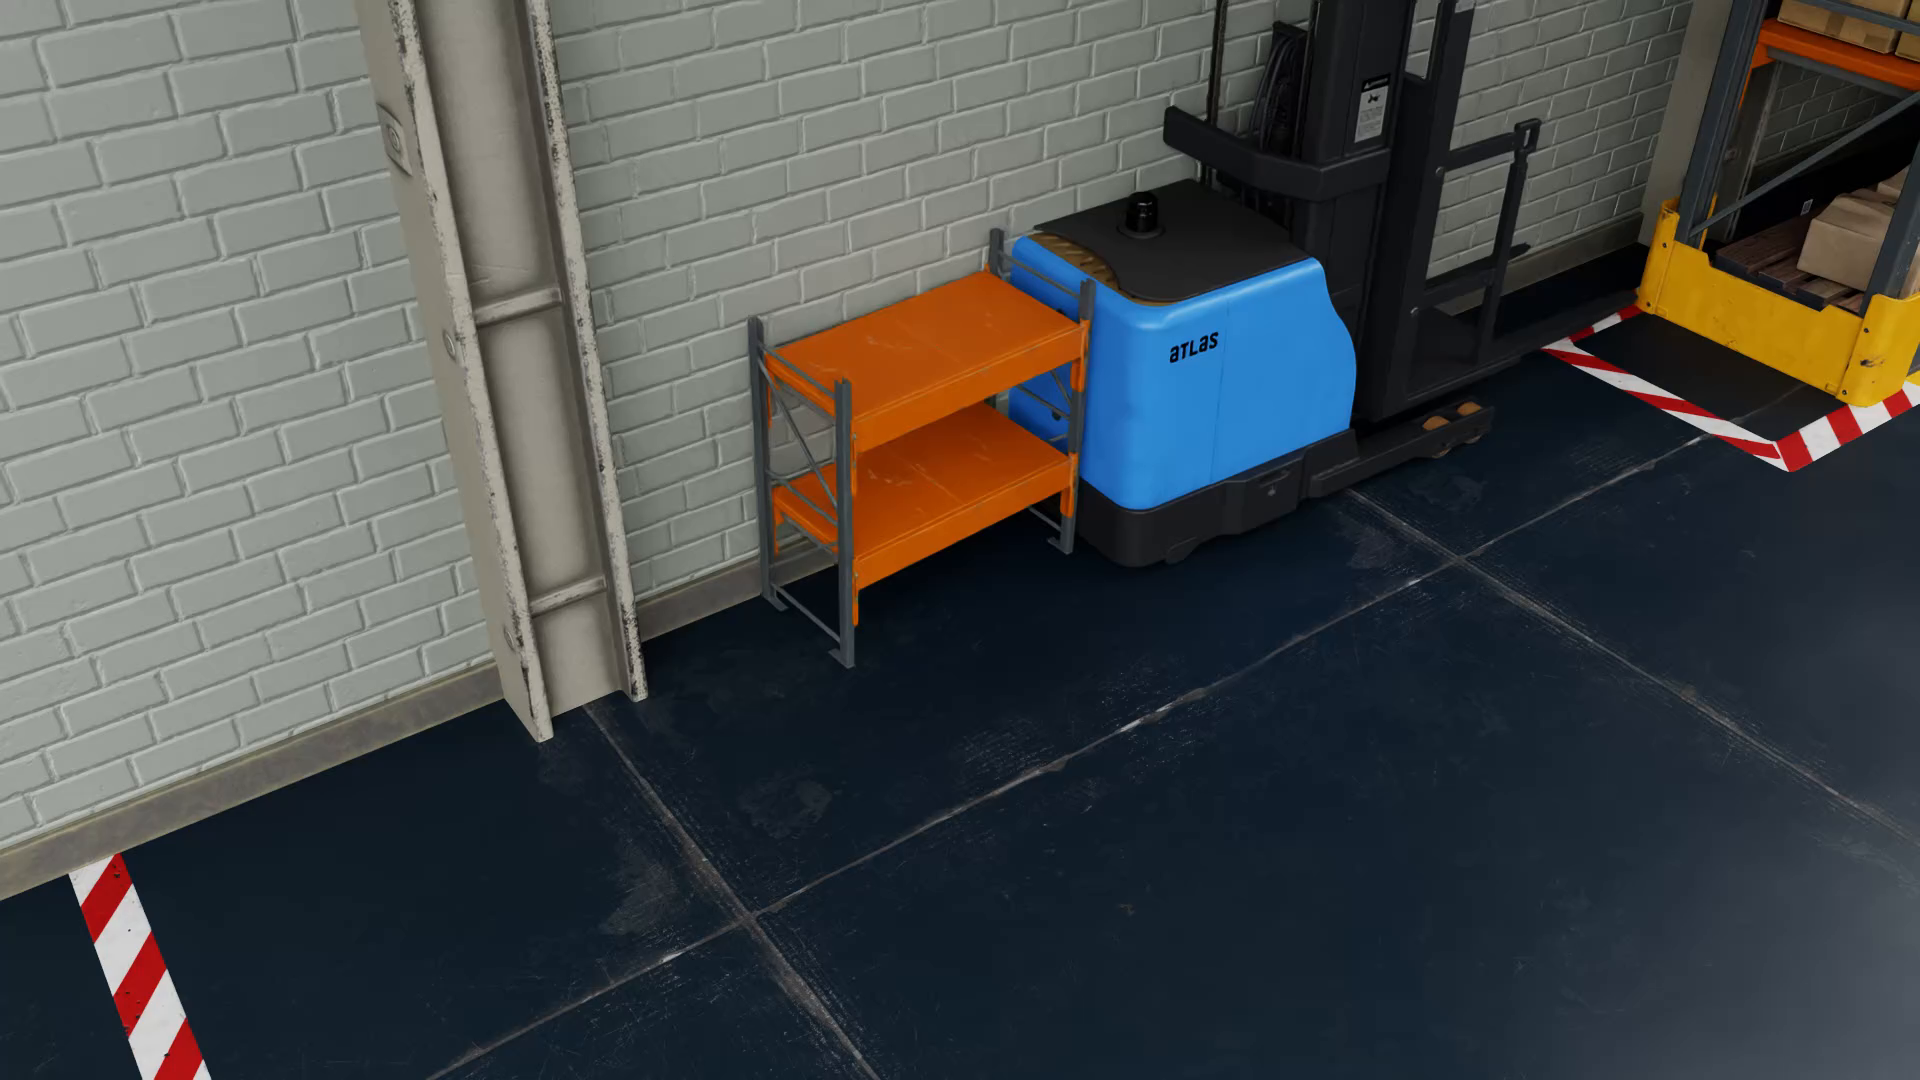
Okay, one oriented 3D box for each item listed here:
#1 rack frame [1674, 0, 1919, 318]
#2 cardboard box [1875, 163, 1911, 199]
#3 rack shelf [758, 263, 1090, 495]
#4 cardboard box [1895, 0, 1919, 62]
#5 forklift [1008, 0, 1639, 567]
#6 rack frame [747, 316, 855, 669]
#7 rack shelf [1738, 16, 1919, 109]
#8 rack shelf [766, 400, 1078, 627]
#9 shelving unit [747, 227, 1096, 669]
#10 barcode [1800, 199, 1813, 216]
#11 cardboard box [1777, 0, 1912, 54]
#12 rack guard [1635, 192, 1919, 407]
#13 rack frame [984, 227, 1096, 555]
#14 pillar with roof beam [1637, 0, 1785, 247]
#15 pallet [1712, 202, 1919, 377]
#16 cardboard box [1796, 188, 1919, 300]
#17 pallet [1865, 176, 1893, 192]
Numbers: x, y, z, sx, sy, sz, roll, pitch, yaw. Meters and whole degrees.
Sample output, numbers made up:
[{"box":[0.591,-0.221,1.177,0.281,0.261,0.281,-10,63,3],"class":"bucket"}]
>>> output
[{"box":[3.548,-2.075,6.566,0.127,3.000,1.000,-22,41,-28],"class":"rack frame"},{"box":[4.632,-1.544,7.753,0.500,0.311,0.500,-19,40,-24],"class":"cardboard box"},{"box":[-0.117,-0.559,5.525,1.000,0.278,0.538,-26,45,-32],"class":"rack shelf"},{"box":[4.130,-2.035,6.622,0.500,0.250,0.500,-24,42,-29],"class":"cardboard box"},{"box":[1.567,-1.756,6.181,3.031,2.935,1.130,-21,41,-27],"class":"forklift"},{"box":[-0.512,-0.135,5.434,0.032,1.125,0.500,-26,45,-32],"class":"rack frame"},{"box":[5.183,-2.456,7.711,4.000,0.370,1.077,-22,41,-28],"class":"rack shelf"},{"box":[-0.132,-0.131,5.850,1.000,0.278,0.538,-26,45,-32],"class":"rack shelf"},{"box":[-0.125,-0.326,5.702,1.048,1.125,0.538,-26,45,-32],"class":"shelving unit"},{"box":[3.950,-1.552,7.758,0.075,0.075,0.001,-22,41,-28],"class":"barcode"},{"box":[3.819,-2.272,6.951,0.500,0.250,0.500,-22,41,-27],"class":"cardboard box"},{"box":[3.610,-1.086,7.331,0.348,0.500,1.175,-22,41,-28],"class":"rack guard"},{"box":[0.262,-0.516,5.971,0.032,1.125,0.500,-26,45,-32],"class":"rack frame"},{"box":[6.102,-3.104,2.859,0.400,9.000,9.100,-22,41,-28],"class":"pillar with roof beam"},{"box":[4.295,-1.225,7.772,1.213,0.211,1.003,-22,41,-28],"class":"pallet"},{"box":[4.166,-1.352,7.487,0.500,0.311,0.500,-28,44,-33],"class":"cardboard box"},{"box":[5.291,-1.633,8.339,1.213,0.211,1.003,-22,41,-28],"class":"pallet"}]
